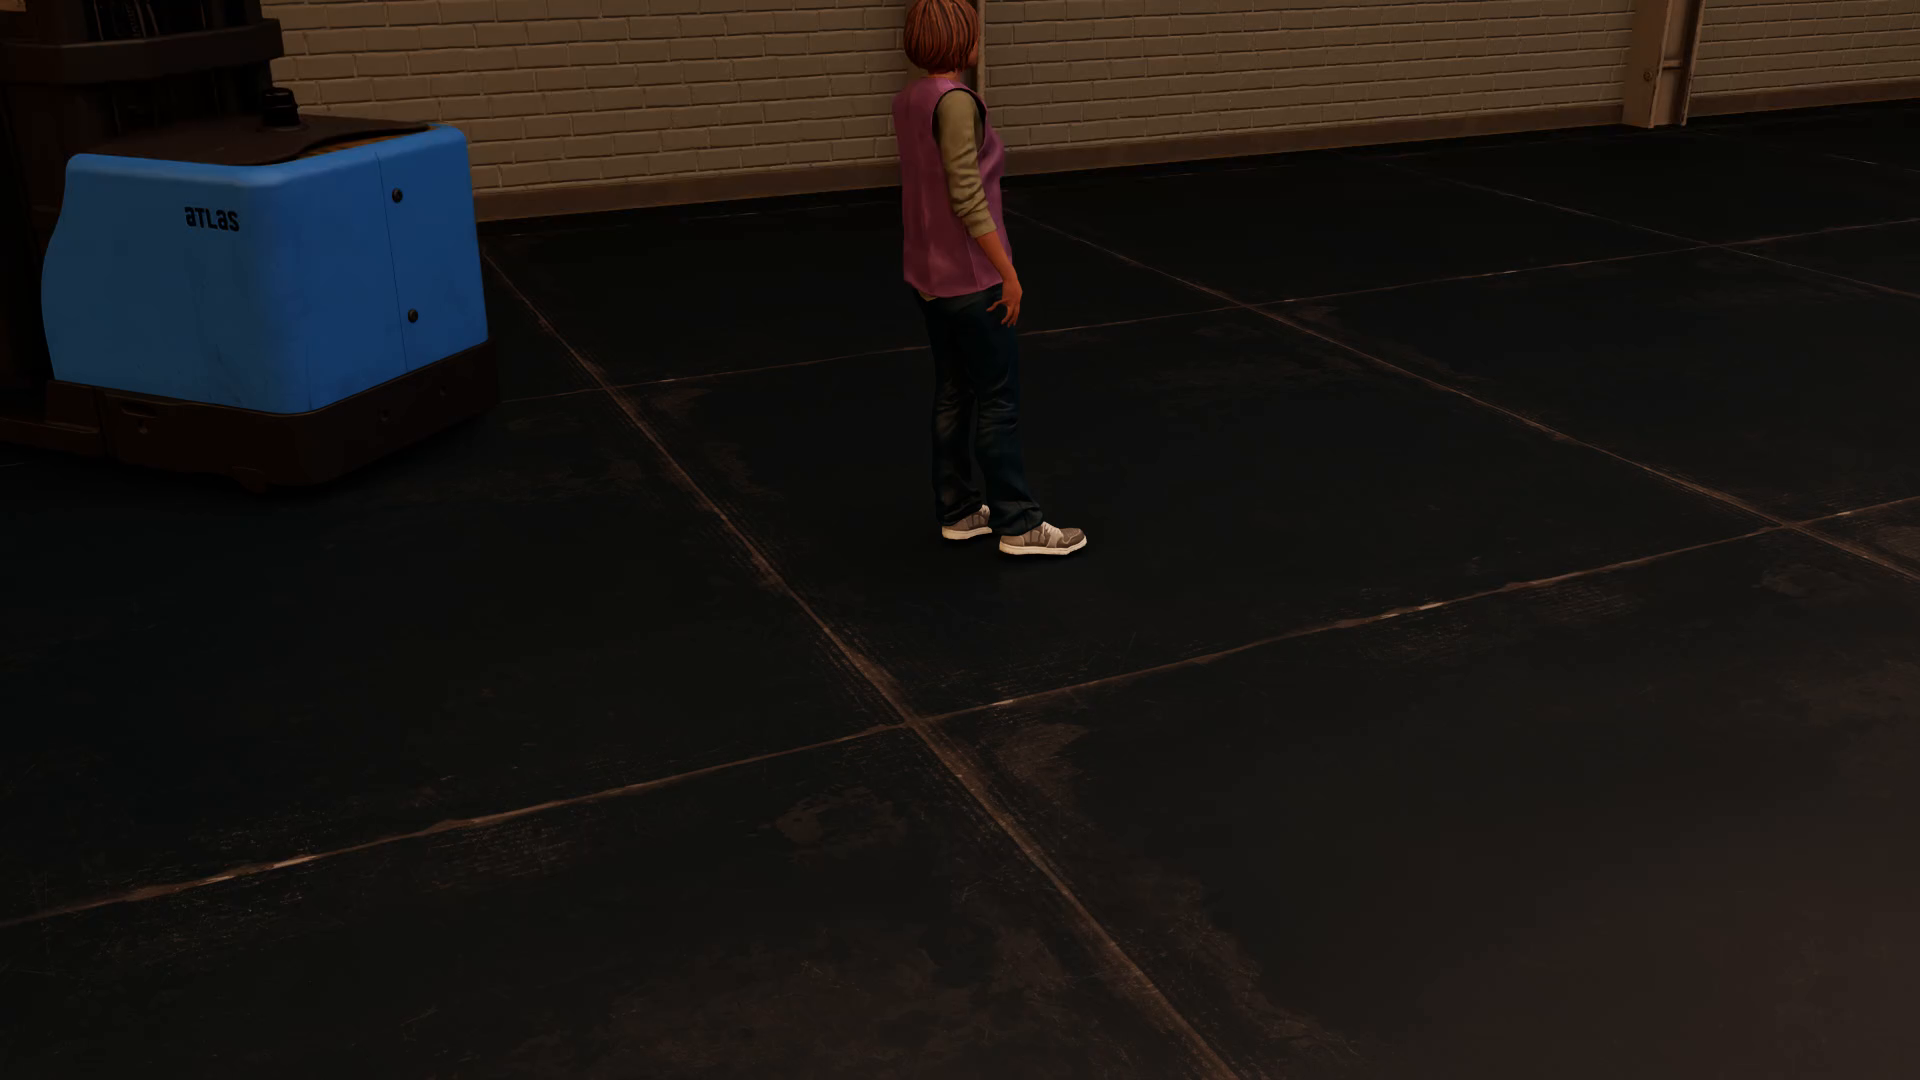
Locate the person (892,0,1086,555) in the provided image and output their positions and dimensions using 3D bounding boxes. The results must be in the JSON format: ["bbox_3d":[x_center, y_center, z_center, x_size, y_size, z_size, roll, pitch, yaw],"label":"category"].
[{"bbox_3d":[0.073,-0.750,4.816,0.473,1.594,0.521,-10,25,-23],"label":"person"}]

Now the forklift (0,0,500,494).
[{"bbox_3d":[-3.268,-1.853,5.748,3.031,2.935,1.130,9,24,21],"label":"forklift"}]
